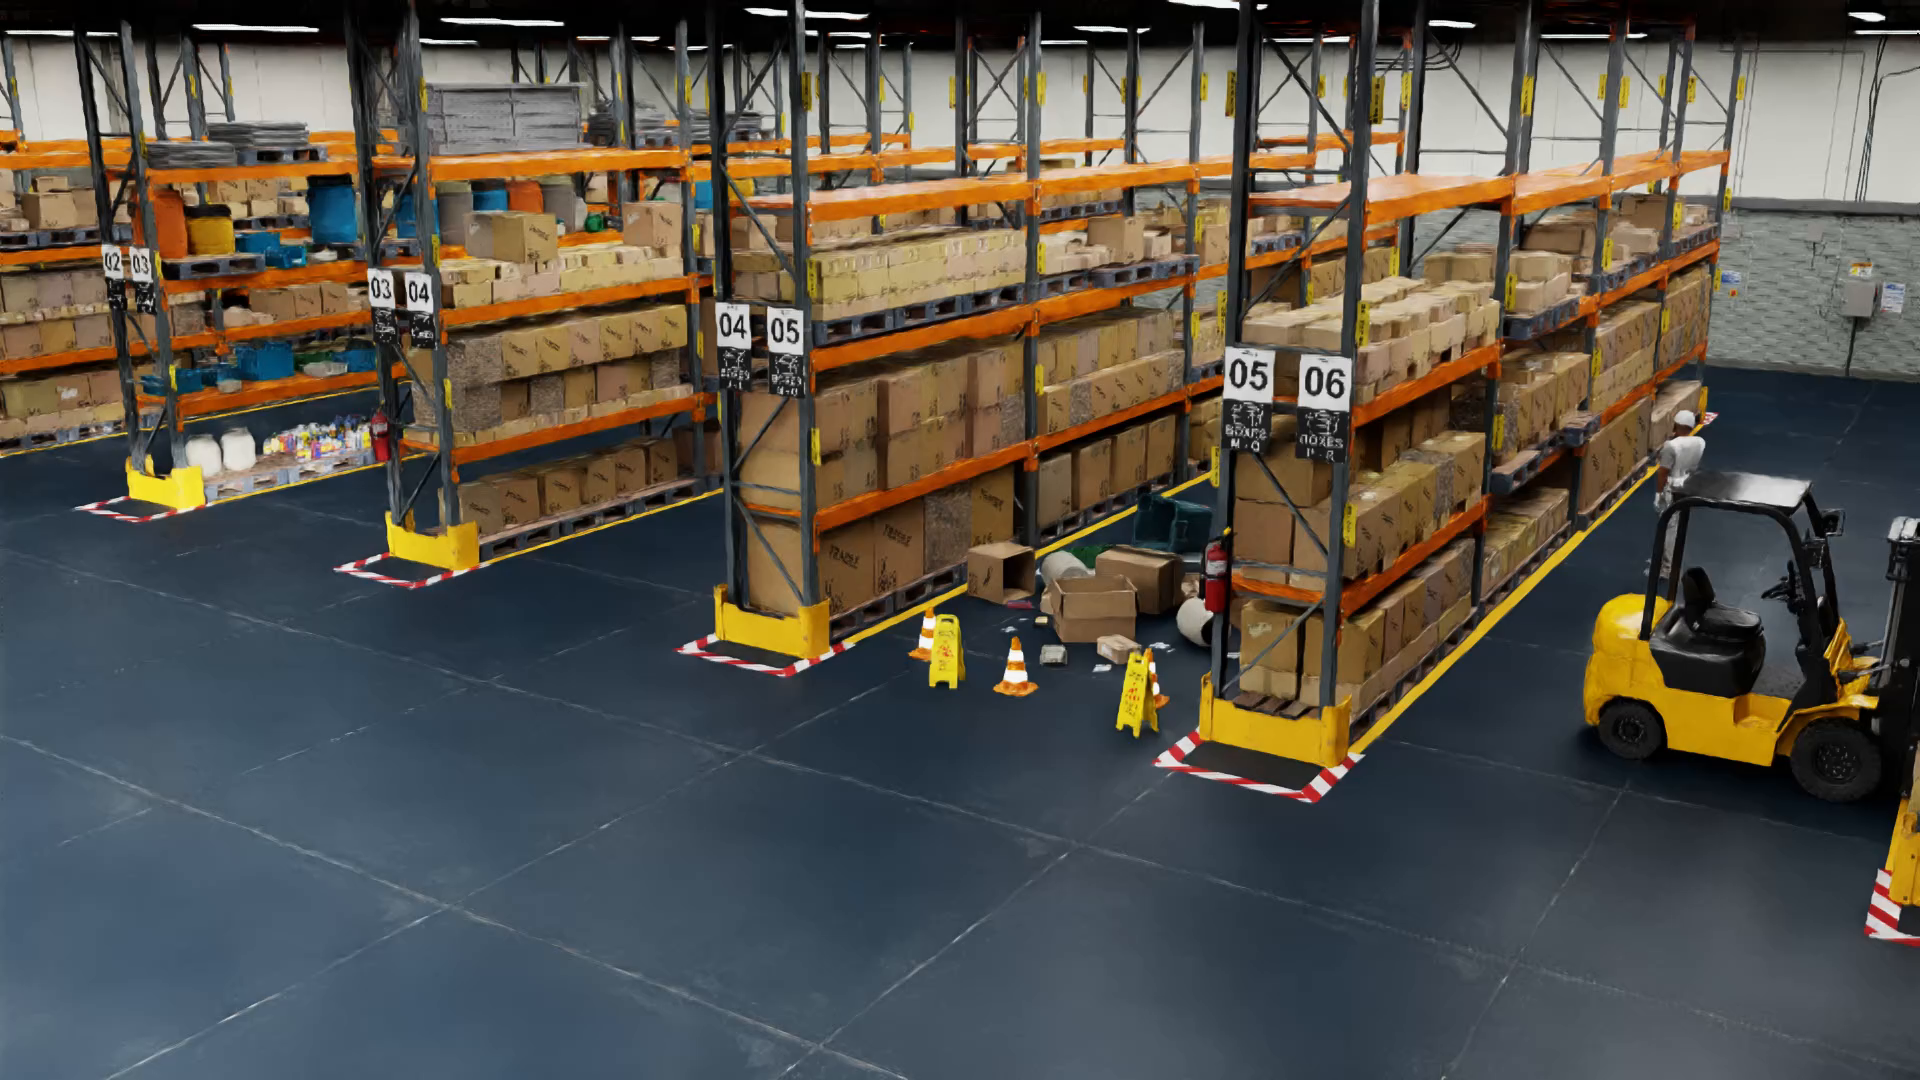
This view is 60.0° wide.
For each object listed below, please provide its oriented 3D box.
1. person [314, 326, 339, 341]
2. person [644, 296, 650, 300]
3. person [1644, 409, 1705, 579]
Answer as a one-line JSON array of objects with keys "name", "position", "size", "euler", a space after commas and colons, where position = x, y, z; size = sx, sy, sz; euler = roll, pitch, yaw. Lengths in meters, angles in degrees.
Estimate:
[{"name": "person", "position": [-11.507, -3.852, 30.168], "size": [0.416, 1.512, 1.039], "euler": [10, 18, 31]}, {"name": "person", "position": [-5.706, -3.850, 30.297], "size": [0.414, 1.465, 0.472], "euler": [1, 16, 2]}, {"name": "person", "position": [7.561, -0.514, 17.683], "size": [0.616, 1.785, 0.493], "euler": [-8, 17, -26]}]
